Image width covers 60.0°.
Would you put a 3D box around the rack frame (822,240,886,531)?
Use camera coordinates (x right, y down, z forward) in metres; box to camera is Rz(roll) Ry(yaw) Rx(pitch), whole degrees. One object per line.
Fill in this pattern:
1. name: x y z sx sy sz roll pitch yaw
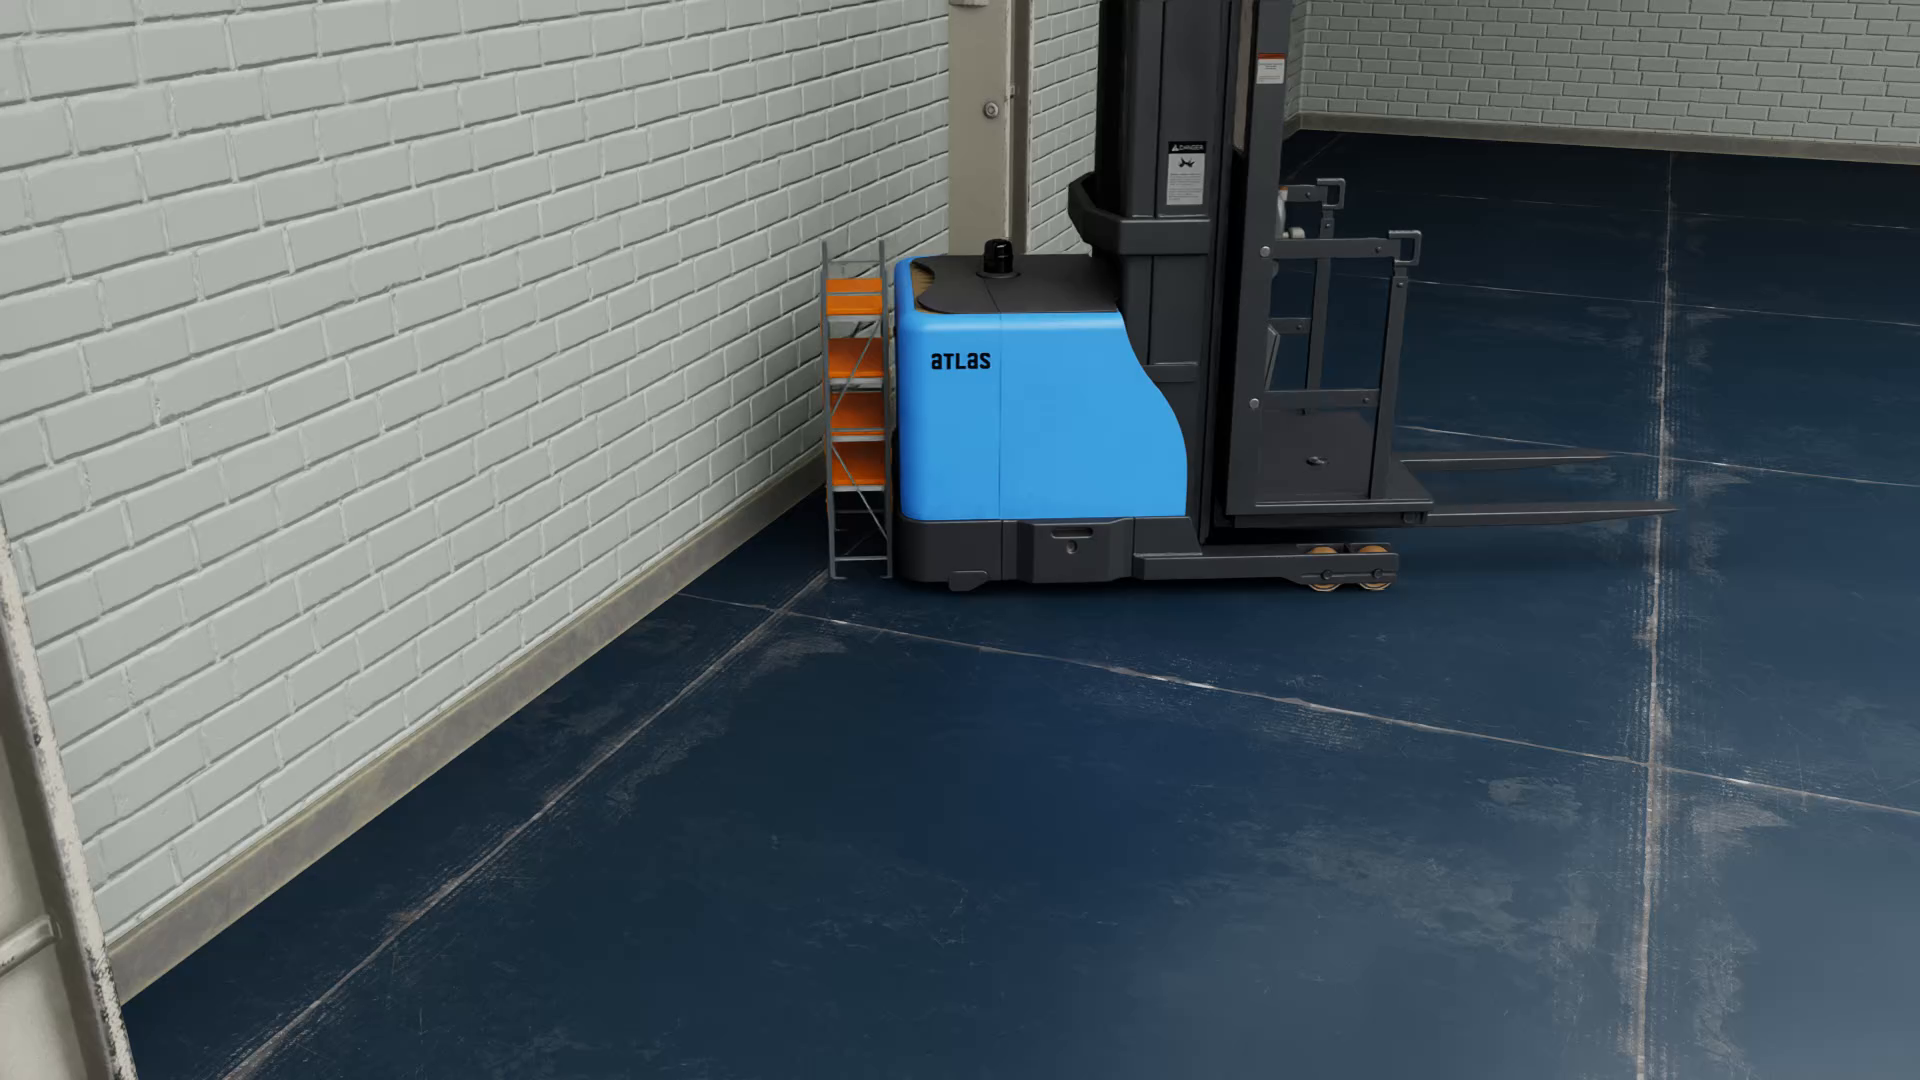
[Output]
1. rack frame: -0.410 -0.595 6.617 0.240 1.200 0.015 -1 23 -3

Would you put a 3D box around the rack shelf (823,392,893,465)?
1. rack shelf: -0.395 -0.439 6.418 0.258 0.148 0.480 -1 23 -3

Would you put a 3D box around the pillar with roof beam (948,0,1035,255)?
1. pillar with roof beam: 4.151 -4.393 5.591 9.100 9.000 0.400 9 24 20

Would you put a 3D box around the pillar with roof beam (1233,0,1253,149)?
1. pillar with roof beam: 6.379 -6.540 10.732 9.100 9.000 0.400 9 24 20

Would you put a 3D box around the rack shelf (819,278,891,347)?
1. rack shelf: -0.395 -0.863 6.241 0.258 0.148 0.480 -1 23 -3

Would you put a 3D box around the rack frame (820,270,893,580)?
1. rack frame: -0.379 -0.407 6.167 0.240 1.200 0.015 -1 23 -3

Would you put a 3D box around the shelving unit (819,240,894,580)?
1. shelving unit: -0.395 -0.501 6.392 0.258 1.200 0.503 -1 23 -3

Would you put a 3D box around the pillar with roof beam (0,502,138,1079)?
1. pillar with roof beam: 1.922 -2.246 0.451 9.100 9.000 0.400 9 24 20

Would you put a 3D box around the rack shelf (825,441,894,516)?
1. rack shelf: -0.395 -0.255 6.495 0.258 0.148 0.480 -1 23 -3

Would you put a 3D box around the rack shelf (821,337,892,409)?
1. rack shelf: -0.395 -0.645 6.332 0.258 0.148 0.480 -1 23 -3

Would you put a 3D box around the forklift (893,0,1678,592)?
1. forklift: 1.258 -1.361 6.205 3.031 2.935 1.130 -1 23 -3
